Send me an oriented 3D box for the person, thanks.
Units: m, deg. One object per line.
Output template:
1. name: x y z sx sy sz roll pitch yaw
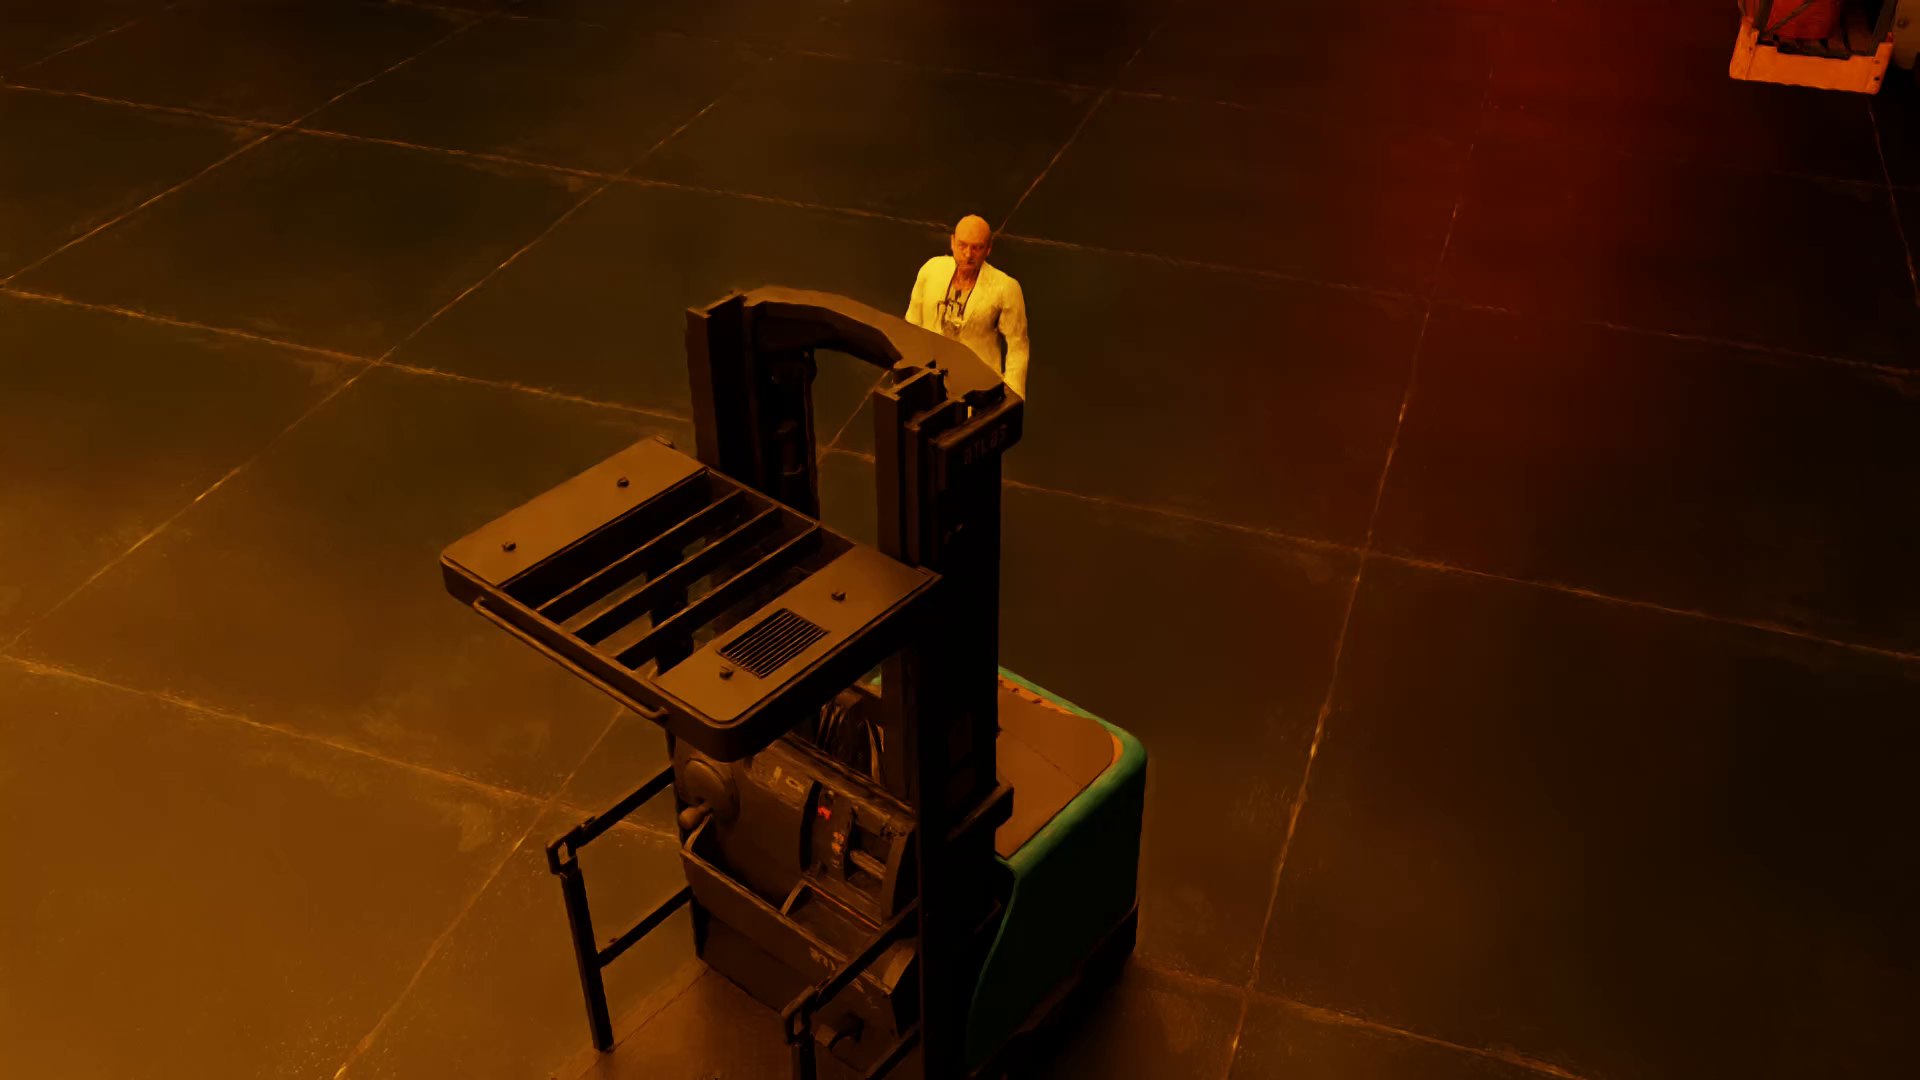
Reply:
1. person: -0.035 -0.682 8.058 0.694 1.776 0.579 12 37 16

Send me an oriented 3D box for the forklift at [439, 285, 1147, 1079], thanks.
1. forklift: -0.654 0.866 4.889 1.130 2.935 3.031 25 43 31
